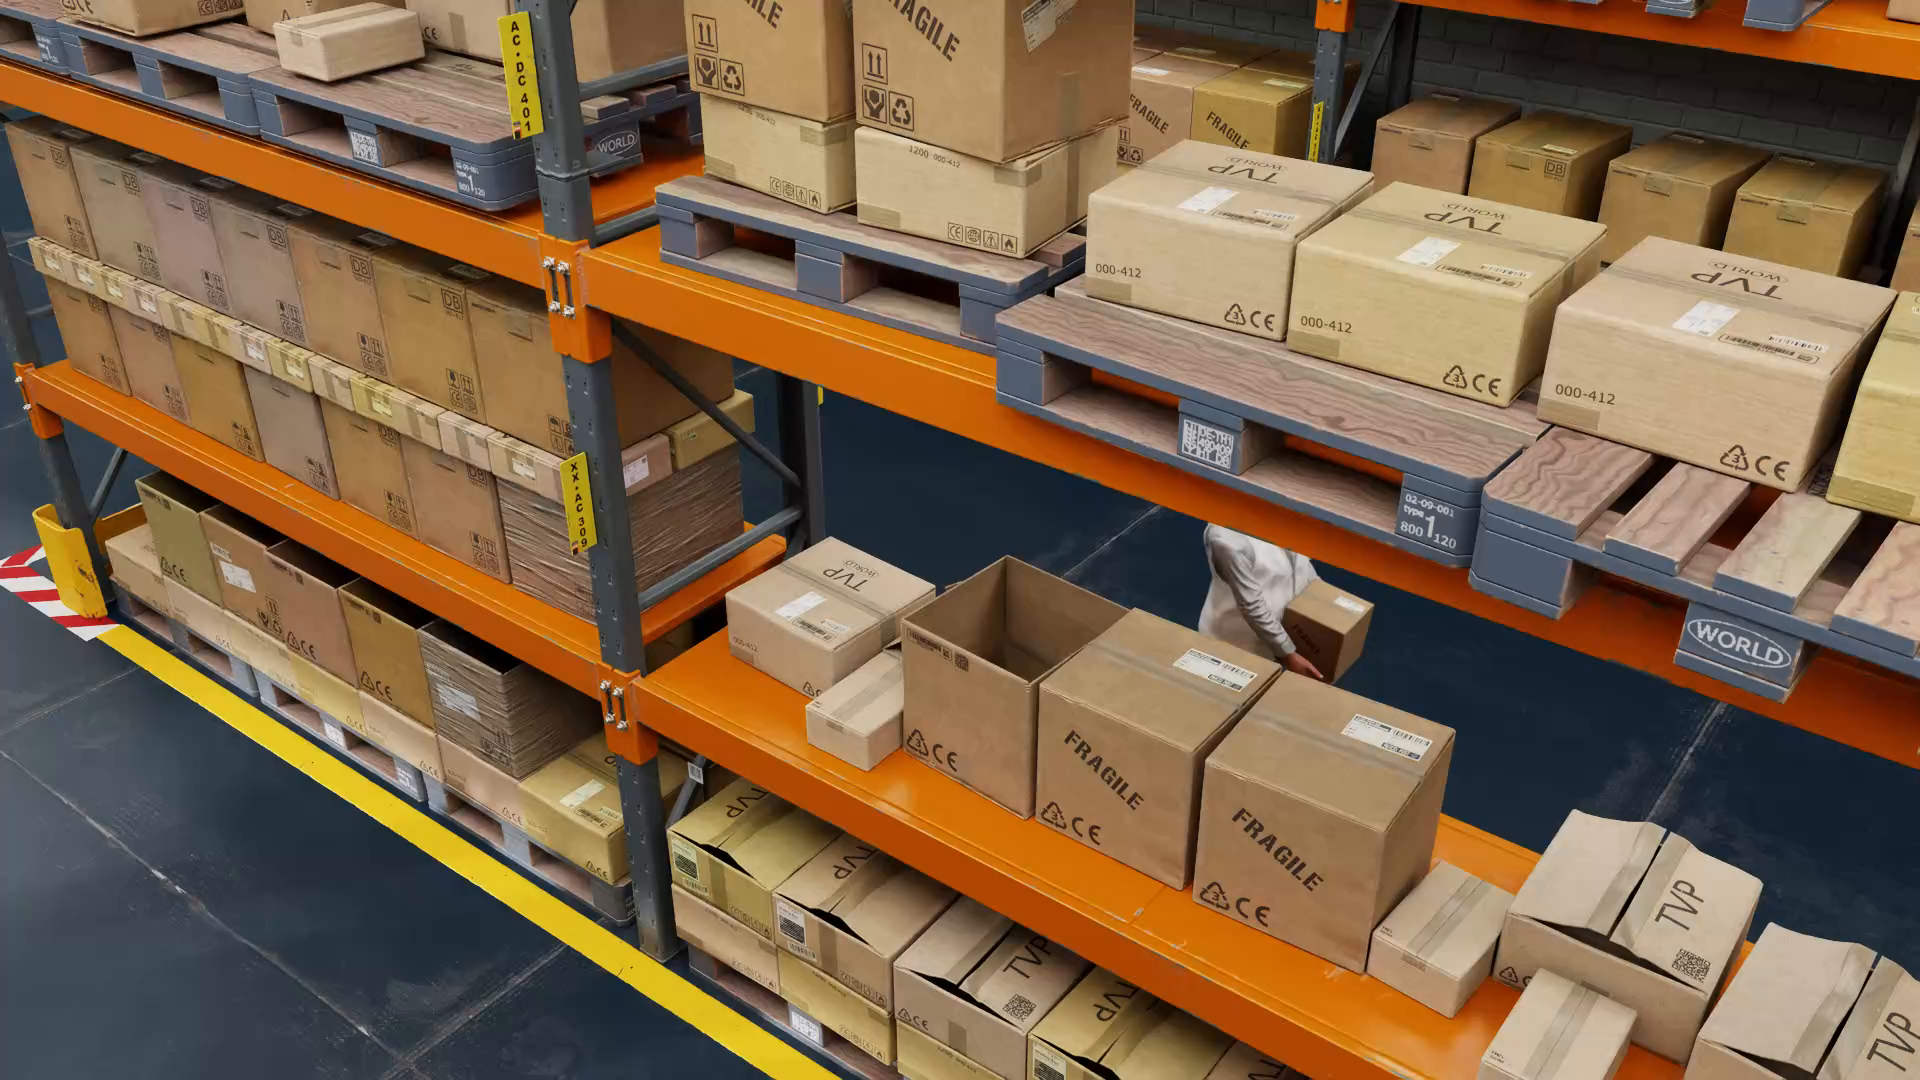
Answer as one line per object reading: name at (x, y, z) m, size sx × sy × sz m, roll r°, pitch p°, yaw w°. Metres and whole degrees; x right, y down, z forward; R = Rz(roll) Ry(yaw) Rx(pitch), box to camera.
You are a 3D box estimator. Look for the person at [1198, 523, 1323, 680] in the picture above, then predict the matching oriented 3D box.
person at (1.215, 0.404, 6.427) m, size 0.552 × 1.771 × 0.502 m, roll 21°, pitch 37°, yaw 31°
